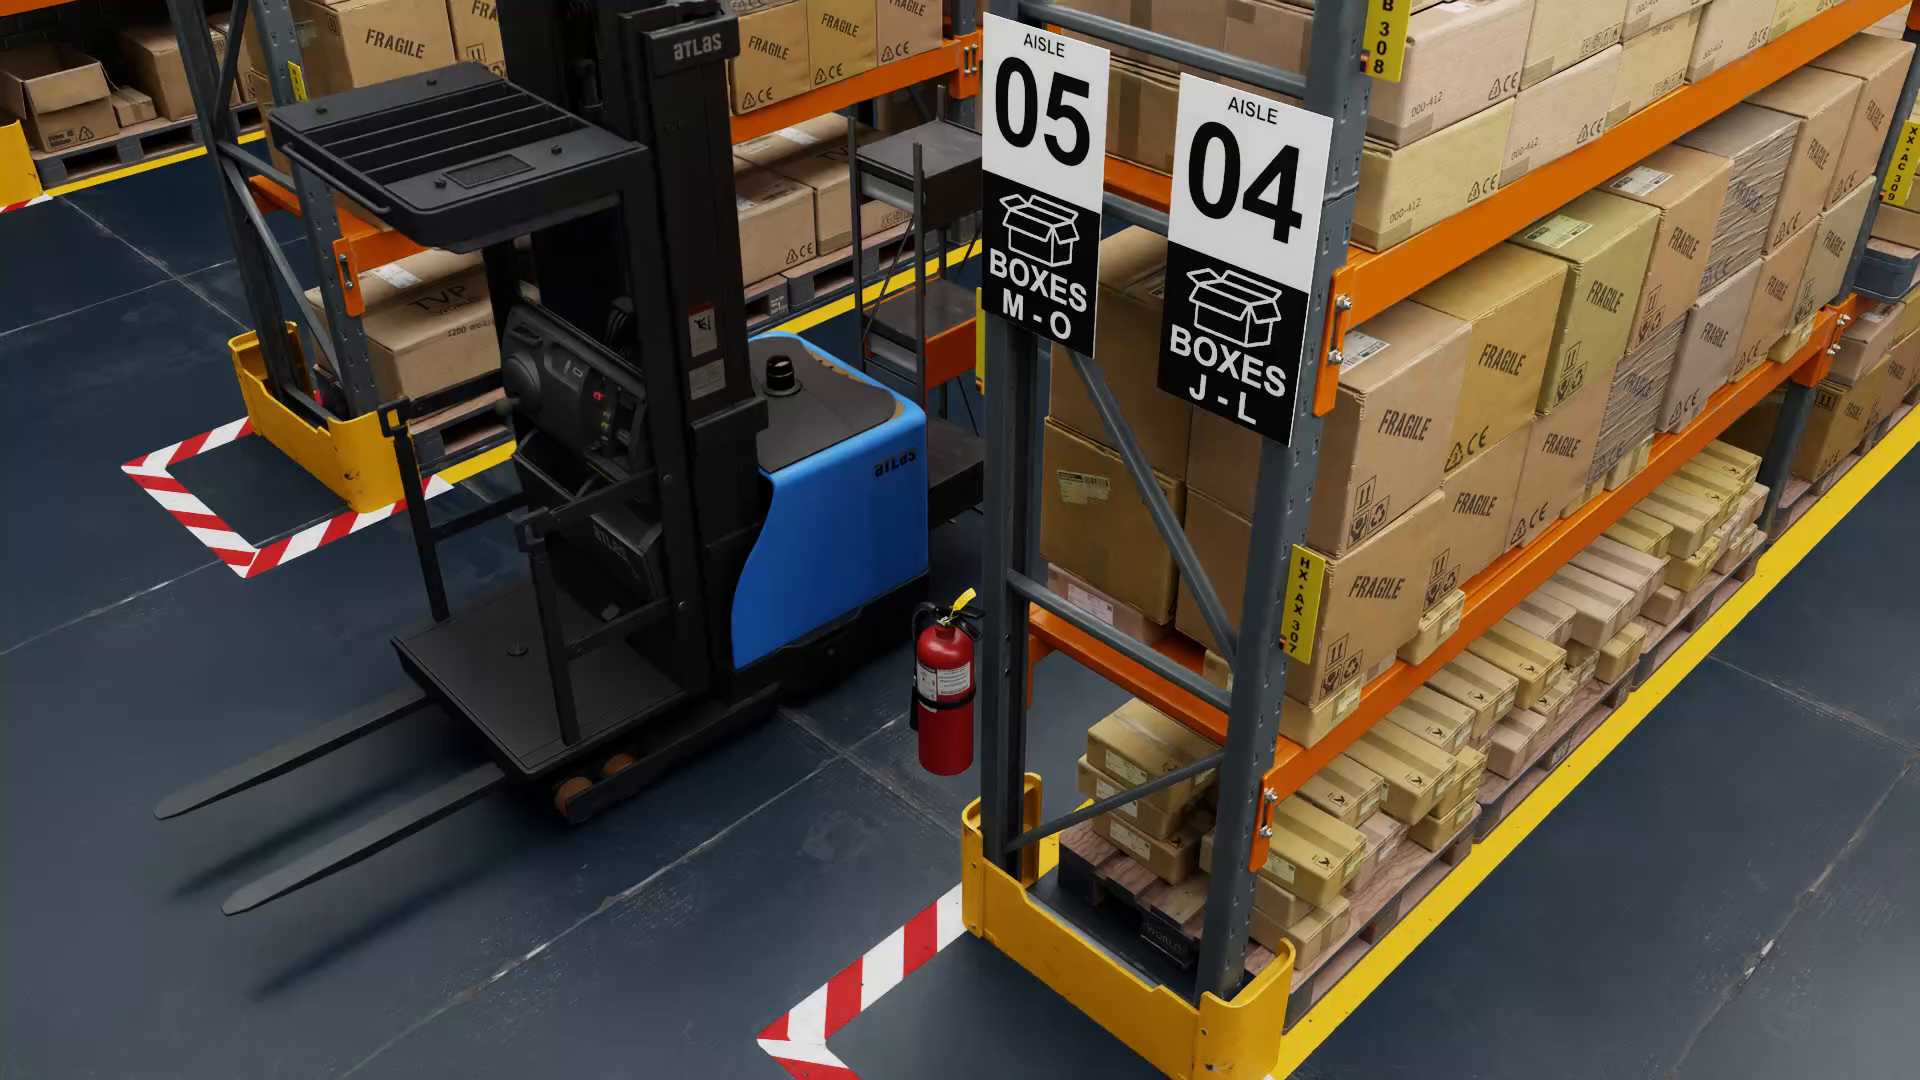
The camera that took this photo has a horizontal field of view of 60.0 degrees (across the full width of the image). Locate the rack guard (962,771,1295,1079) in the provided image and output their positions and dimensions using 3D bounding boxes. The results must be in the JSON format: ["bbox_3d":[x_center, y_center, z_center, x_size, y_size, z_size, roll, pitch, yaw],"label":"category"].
[{"bbox_3d":[0.515,1.292,5.460,1.175,0.500,0.348,30,45,35],"label":"rack guard"}]

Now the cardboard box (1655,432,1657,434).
[{"bbox_3d":[2.323,-0.481,6.037,0.380,0.149,0.250,29,44,35],"label":"cardboard box"}]

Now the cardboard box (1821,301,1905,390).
[{"bbox_3d":[3.988,-0.974,7.687,0.500,0.250,0.500,27,43,33],"label":"cardboard box"}]

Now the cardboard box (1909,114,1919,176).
[{"bbox_3d":[3.884,-1.614,6.774,0.250,0.149,0.380,-27,43,-33],"label":"cardboard box"}]

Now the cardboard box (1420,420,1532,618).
[{"bbox_3d":[1.333,-0.163,5.015,0.500,0.500,0.500,30,45,35],"label":"cardboard box"}]

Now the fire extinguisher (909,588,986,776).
[{"bbox_3d":[-0.043,0.399,4.949,0.296,0.674,0.183,30,45,35],"label":"fire extinguisher"}]

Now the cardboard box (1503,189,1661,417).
[{"bbox_3d":[1.700,-0.760,4.996,0.500,0.500,0.500,28,44,34],"label":"cardboard box"}]

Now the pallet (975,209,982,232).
[{"bbox_3d":[0.186,-2.480,11.121,1.003,0.211,1.213,30,45,35],"label":"pallet"}]

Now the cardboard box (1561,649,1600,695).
[{"bbox_3d":[2.285,0.467,6.583,0.250,0.149,0.380,-29,44,-35],"label":"cardboard box"}]

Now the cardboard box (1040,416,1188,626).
[{"bbox_3d":[0.596,-0.151,4.997,0.500,0.500,0.500,-29,44,-35],"label":"cardboard box"}]

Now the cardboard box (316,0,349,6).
[{"bbox_3d":[-2.676,-2.406,7.049,0.250,0.149,0.380,-29,44,-35],"label":"cardboard box"}]

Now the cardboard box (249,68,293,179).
[{"bbox_3d":[-2.970,-1.999,7.907,0.500,0.500,0.500,-30,45,-35],"label":"cardboard box"}]

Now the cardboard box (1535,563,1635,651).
[{"bbox_3d":[2.347,0.236,6.395,0.380,0.149,0.250,28,44,34],"label":"cardboard box"}]

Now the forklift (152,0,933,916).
[{"bbox_3d":[-1.551,-0.484,5.882,3.031,2.935,1.130,-27,43,-33],"label":"forklift"}]

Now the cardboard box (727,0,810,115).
[{"bbox_3d":[-1.152,-2.608,8.780,0.500,0.500,0.500,29,44,35],"label":"cardboard box"}]

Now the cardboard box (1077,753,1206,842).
[{"bbox_3d":[0.631,0.844,5.783,0.380,0.149,0.250,28,44,34],"label":"cardboard box"}]

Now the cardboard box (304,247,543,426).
[{"bbox_3d":[-2.728,-1.086,8.557,0.875,0.438,0.875,28,44,34],"label":"cardboard box"}]

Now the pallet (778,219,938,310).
[{"bbox_3d":[-0.895,-1.859,10.231,1.003,0.211,1.213,30,45,35],"label":"pallet"}]

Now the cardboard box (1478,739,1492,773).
[{"bbox_3d":[1.724,0.767,6.153,0.380,0.149,0.250,30,45,35],"label":"cardboard box"}]

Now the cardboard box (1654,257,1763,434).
[{"bbox_3d":[2.421,-0.767,5.880,0.500,0.500,0.500,29,44,35],"label":"cardboard box"}]

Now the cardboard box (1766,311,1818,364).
[{"bbox_3d":[3.141,-0.864,6.586,0.380,0.149,0.250,28,44,34],"label":"cardboard box"}]

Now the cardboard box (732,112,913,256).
[{"bbox_3d":[-0.823,-2.189,10.140,0.875,0.438,0.875,29,44,35],"label":"cardboard box"}]

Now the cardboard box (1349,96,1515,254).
[{"bbox_3d":[0.959,-0.950,3.999,0.500,0.250,0.500,-28,44,-34],"label":"cardboard box"}]

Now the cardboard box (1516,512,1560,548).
[{"bbox_3d":[1.788,-0.155,5.570,0.380,0.149,0.250,29,44,34],"label":"cardboard box"}]

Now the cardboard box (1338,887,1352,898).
[{"bbox_3d":[1.184,1.072,5.715,0.380,0.149,0.250,29,44,35],"label":"cardboard box"}]

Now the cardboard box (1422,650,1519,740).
[{"bbox_3d":[1.767,0.521,5.985,0.250,0.149,0.380,-28,44,-34],"label":"cardboard box"}]

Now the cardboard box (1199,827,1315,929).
[{"bbox_3d":[1.013,1.064,5.467,0.250,0.149,0.380,-28,44,-34],"label":"cardboard box"}]

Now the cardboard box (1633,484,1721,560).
[{"bbox_3d":[2.892,-0.100,6.876,0.380,0.149,0.250,29,44,35],"label":"cardboard box"}]

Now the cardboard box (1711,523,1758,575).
[{"bbox_3d":[3.245,-0.032,7.299,0.250,0.149,0.380,-29,44,-35],"label":"cardboard box"}]

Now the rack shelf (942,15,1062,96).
[{"bbox_3d":[1.105,-3.797,11.200,1.077,0.370,4.000,30,45,35],"label":"rack shelf"}]

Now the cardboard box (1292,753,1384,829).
[{"bbox_3d":[1.181,0.815,5.564,0.250,0.149,0.380,-29,44,-35],"label":"cardboard box"}]

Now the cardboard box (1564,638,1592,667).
[{"bbox_3d":[2.310,0.310,6.548,0.380,0.149,0.250,27,43,33],"label":"cardboard box"}]

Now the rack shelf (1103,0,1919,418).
[{"bbox_3d":[1.871,-1.449,5.212,1.077,0.370,4.000,30,45,35],"label":"rack shelf"}]

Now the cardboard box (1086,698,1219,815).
[{"bbox_3d":[0.655,0.734,5.680,0.250,0.149,0.380,-29,44,-35],"label":"cardboard box"}]

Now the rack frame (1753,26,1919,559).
[{"bbox_3d":[3.280,-1.326,7.029,1.000,3.000,0.127,30,45,35],"label":"rack frame"}]

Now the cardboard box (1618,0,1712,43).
[{"bbox_3d":[1.687,-1.562,4.439,0.500,0.250,0.500,-29,44,-35],"label":"cardboard box"}]

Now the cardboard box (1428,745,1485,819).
[{"bbox_3d":[1.613,0.780,5.874,0.250,0.149,0.380,-28,44,-34],"label":"cardboard box"}]

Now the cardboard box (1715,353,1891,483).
[{"bbox_3d":[3.989,-0.666,7.900,0.500,0.500,0.500,-28,44,-34],"label":"cardboard box"}]

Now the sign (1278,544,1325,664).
[{"bbox_3d":[0.847,0.162,4.139,0.100,0.325,0.005,30,45,35],"label":"sign"}]

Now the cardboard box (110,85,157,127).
[{"bbox_3d":[-5.822,-3.025,11.590,0.380,0.149,0.250,28,43,34],"label":"cardboard box"}]

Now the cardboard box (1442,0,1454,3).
[{"bbox_3d":[1.044,-1.375,3.823,0.250,0.149,0.380,-28,44,-34],"label":"cardboard box"}]

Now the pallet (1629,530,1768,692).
[{"bbox_3d":[2.832,0.105,7.415,1.003,0.211,1.213,30,45,35],"label":"pallet"}]

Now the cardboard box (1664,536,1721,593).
[{"bbox_3d":[2.925,0.036,6.941,0.380,0.149,0.250,28,44,34],"label":"cardboard box"}]

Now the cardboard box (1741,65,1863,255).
[{"bbox_3d":[2.780,-1.387,5.895,0.500,0.500,0.500,28,44,34],"label":"cardboard box"}]

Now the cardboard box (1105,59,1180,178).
[{"bbox_3d":[0.594,-1.162,4.303,0.500,0.250,0.500,29,44,34],"label":"cardboard box"}]

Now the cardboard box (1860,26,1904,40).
[{"bbox_3d":[4.157,-2.299,7.757,0.380,0.149,0.250,28,44,34],"label":"cardboard box"}]

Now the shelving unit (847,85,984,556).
[{"bbox_3d":[-0.117,-0.794,7.053,0.431,2.100,0.503,30,45,35],"label":"shelving unit"}]

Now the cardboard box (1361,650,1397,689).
[{"bbox_3d":[1.072,0.282,4.944,0.250,0.149,0.380,-28,44,-34],"label":"cardboard box"}]

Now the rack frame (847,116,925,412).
[{"bbox_3d":[-0.289,-0.695,6.911,0.400,2.100,0.015,30,45,35],"label":"rack frame"}]

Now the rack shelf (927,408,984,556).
[{"bbox_3d":[-0.117,-0.209,7.461,0.431,0.518,0.480,30,45,35],"label":"rack shelf"}]

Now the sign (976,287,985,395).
[{"bbox_3d":[0.082,-0.538,4.611,0.100,0.325,0.005,30,45,35],"label":"sign"}]

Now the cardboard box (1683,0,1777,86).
[{"bbox_3d":[2.058,-1.581,4.904,0.500,0.250,0.500,29,44,35],"label":"cardboard box"}]

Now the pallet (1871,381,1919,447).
[{"bbox_3d":[4.687,-0.996,8.994,1.003,0.211,1.213,30,45,35],"label":"pallet"}]
